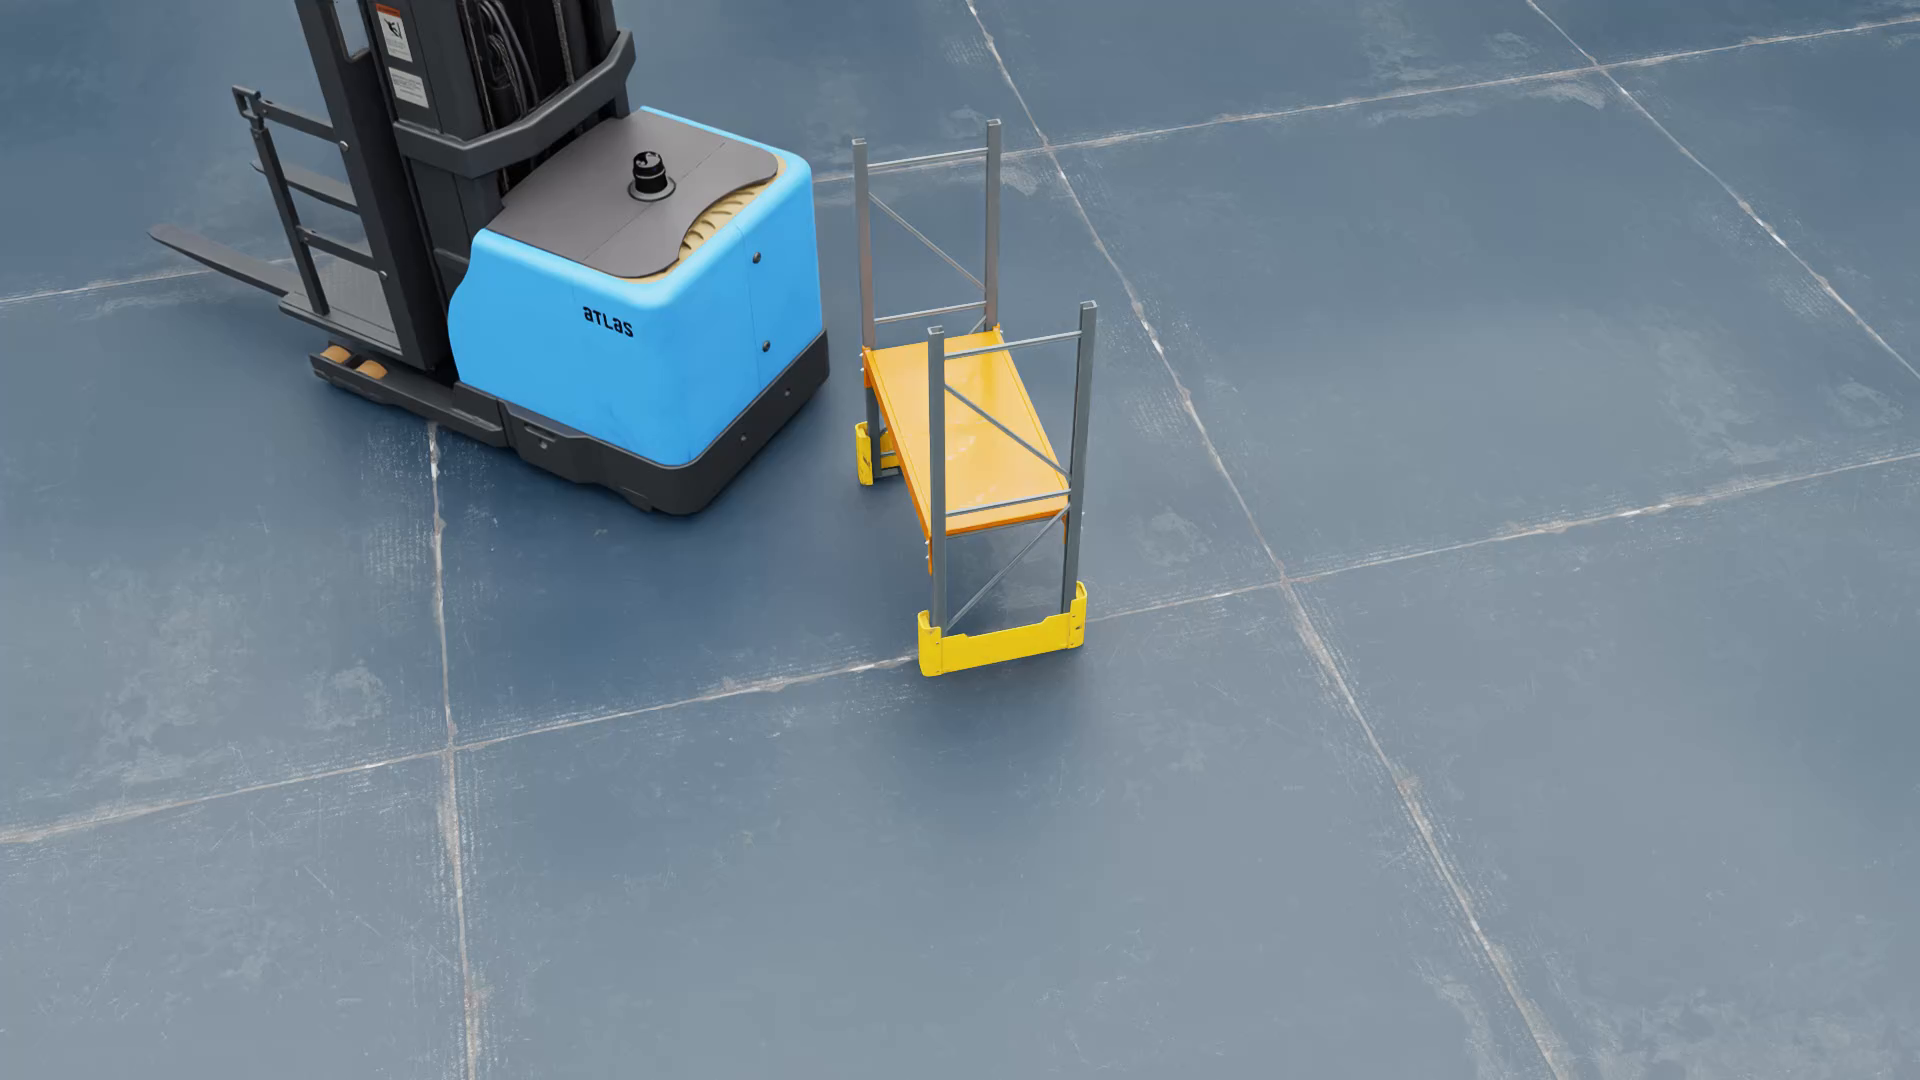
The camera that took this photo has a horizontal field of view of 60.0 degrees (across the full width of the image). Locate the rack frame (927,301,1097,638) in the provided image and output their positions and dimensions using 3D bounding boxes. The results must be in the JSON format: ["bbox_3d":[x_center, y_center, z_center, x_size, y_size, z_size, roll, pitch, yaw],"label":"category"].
[{"bbox_3d":[0.152,-0.115,5.313,0.500,1.500,0.032,-11,47,-10],"label":"rack frame"}]

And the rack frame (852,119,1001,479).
[{"bbox_3d":[-0.108,-0.817,6.001,0.500,1.500,0.032,-11,47,-10],"label":"rack frame"}]

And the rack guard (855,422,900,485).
[{"bbox_3d":[-0.108,-0.379,6.446,0.587,0.250,0.087,-11,47,-10],"label":"rack guard"}]

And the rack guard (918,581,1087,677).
[{"bbox_3d":[0.147,0.309,5.772,0.587,0.250,0.087,-11,47,-10],"label":"rack guard"}]

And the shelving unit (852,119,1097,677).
[{"bbox_3d":[0.020,-0.472,5.663,0.587,1.500,1.083,-11,47,-10],"label":"shelving unit"}]

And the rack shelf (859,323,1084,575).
[{"bbox_3d":[0.022,-0.340,5.785,0.538,0.185,1.000,-11,47,-10],"label":"rack shelf"}]

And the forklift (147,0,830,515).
[{"bbox_3d":[-2.073,-1.898,6.058,3.031,2.935,1.130,22,49,20],"label":"forklift"}]
